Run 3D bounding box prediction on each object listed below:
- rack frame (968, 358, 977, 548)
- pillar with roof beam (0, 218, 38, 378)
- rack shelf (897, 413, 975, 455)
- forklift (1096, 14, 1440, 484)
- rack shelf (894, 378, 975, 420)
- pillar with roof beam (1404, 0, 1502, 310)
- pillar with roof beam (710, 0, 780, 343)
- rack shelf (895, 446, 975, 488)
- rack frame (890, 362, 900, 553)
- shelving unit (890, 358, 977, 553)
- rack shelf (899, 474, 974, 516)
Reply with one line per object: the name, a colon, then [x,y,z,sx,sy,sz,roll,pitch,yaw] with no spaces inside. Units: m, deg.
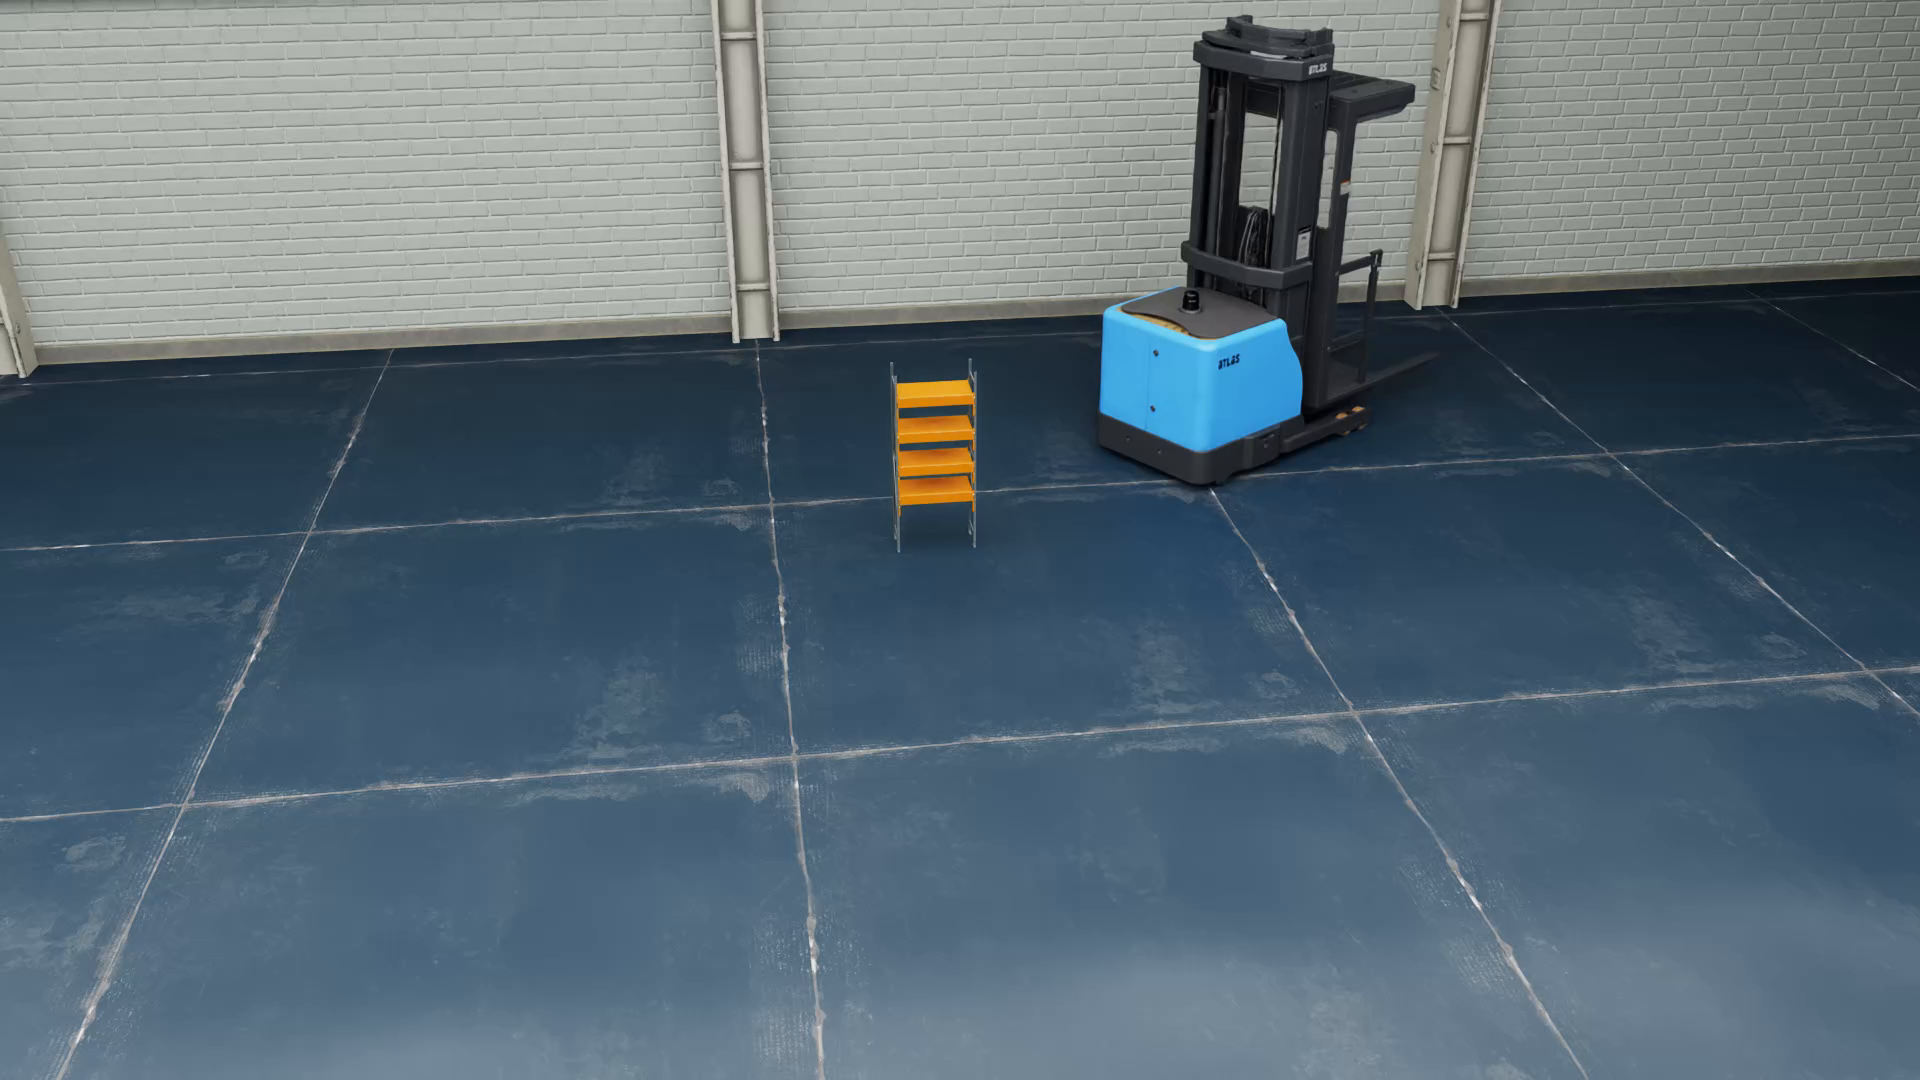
rack frame: [0.078,-0.539,10.486,0.015,1.200,0.240,-4,27,-7]
pillar with roof beam: [-7.076,-3.415,7.548,0.400,9.000,9.100,-4,27,-7]
rack shelf: [-0.164,-0.662,10.384,0.480,0.148,0.258,-4,27,-7]
forklift: [2.424,-2.232,11.890,3.031,2.935,1.130,-22,34,-36]
rack shelf: [-0.164,-0.873,10.276,0.480,0.148,0.258,-4,27,-7]
pillar with roof beam: [4.807,-4.178,9.035,0.400,9.000,9.100,-4,27,-7]
pillar with roof beam: [-1.135,-3.796,8.291,0.400,9.000,9.100,-4,27,-7]
rack shelf: [-0.164,-0.463,10.486,0.480,0.148,0.258,-4,27,-7]
rack frame: [-0.406,-0.508,10.425,0.015,1.200,0.240,-4,27,-7]
shelving unit: [-0.164,-0.523,10.456,0.503,1.200,0.258,-4,27,-7]
rack shelf: [-0.164,-0.287,10.577,0.480,0.148,0.258,-4,27,-7]
